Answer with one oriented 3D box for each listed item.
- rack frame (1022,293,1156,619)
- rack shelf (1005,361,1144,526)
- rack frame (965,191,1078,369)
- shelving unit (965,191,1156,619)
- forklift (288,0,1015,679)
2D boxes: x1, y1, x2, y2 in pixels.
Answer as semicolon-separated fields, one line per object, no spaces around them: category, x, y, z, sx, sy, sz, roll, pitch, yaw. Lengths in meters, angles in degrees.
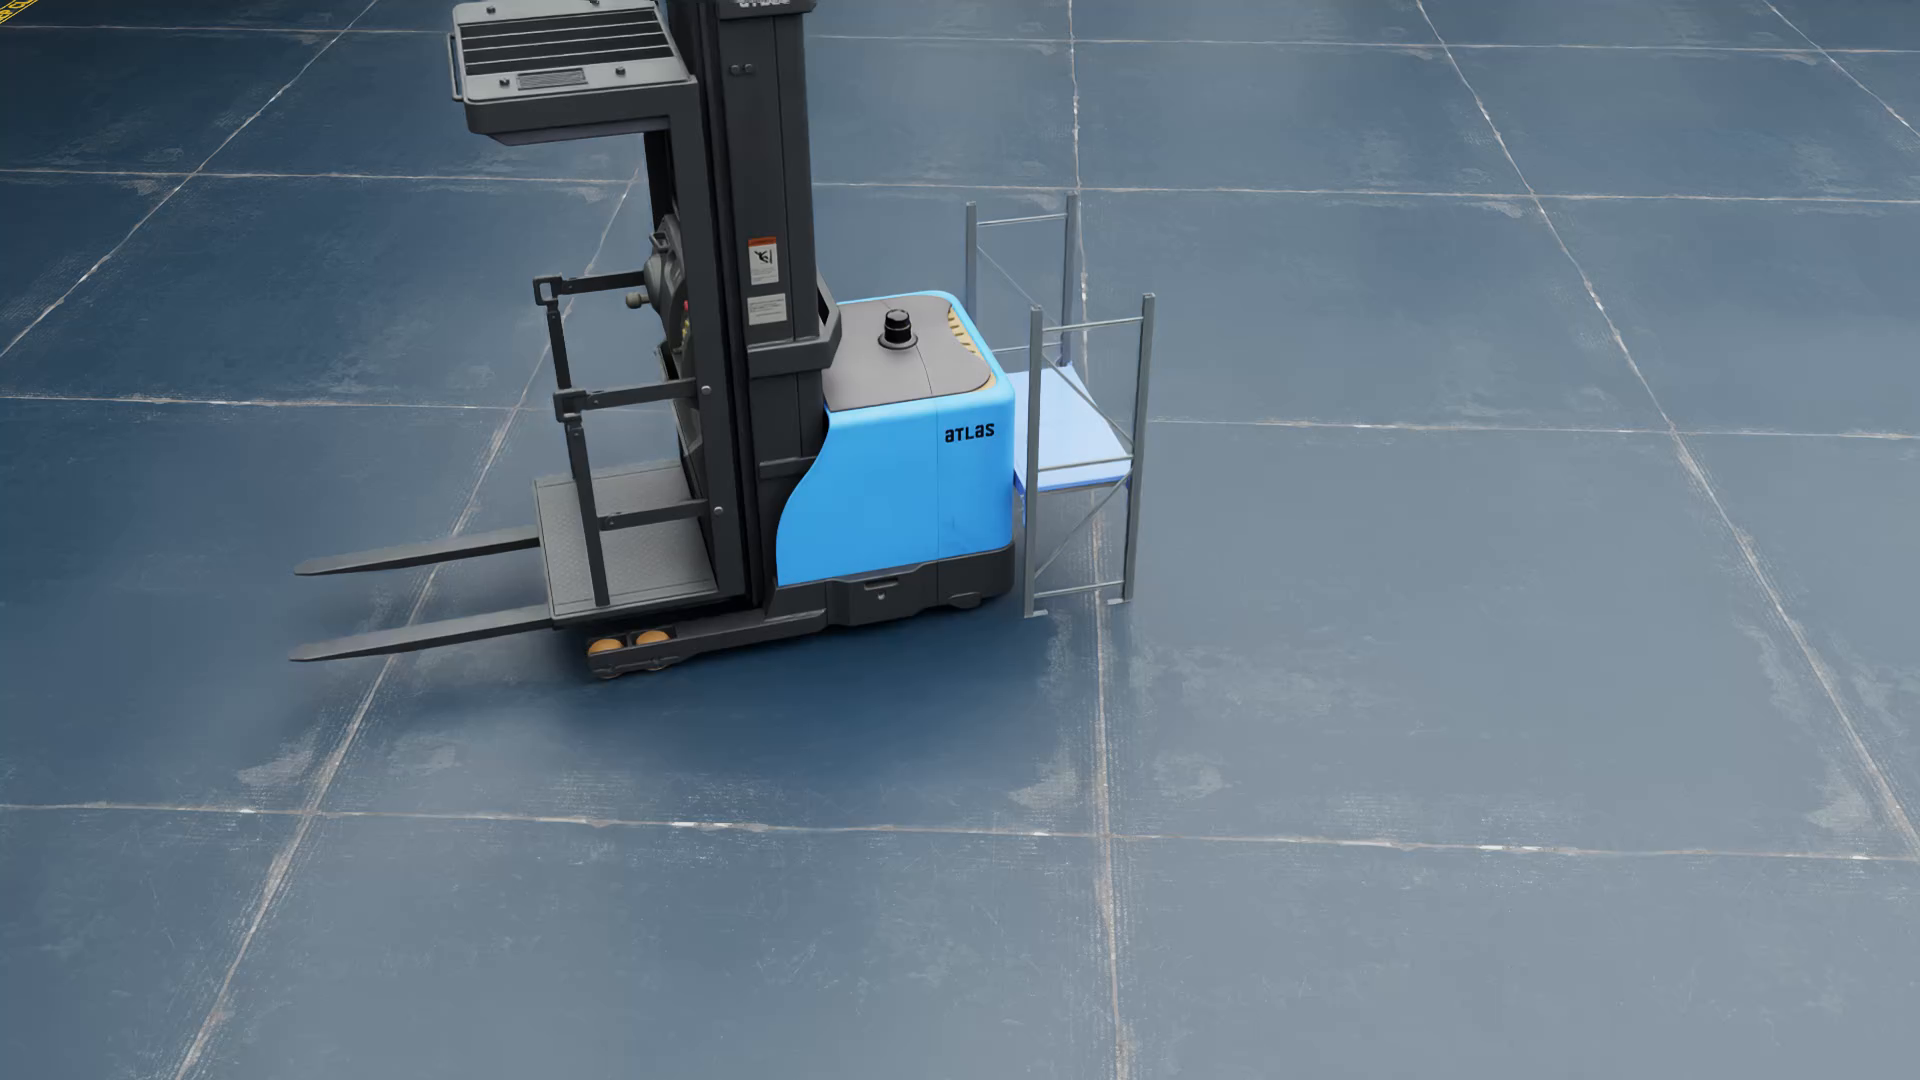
rack frame;0.518;-0.313;6.891;0.500;1.500;0.032;-8;36;-12
rack shelf;0.394;-0.449;7.398;0.538;0.185;1.000;-8;36;-12
rack frame;0.271;-0.880;7.698;0.500;1.500;0.032;-8;36;-12
shelving unit;0.395;-0.597;7.294;0.538;1.500;1.048;-8;36;-12
forklift;-1.335;-0.961;6.568;3.031;2.935;1.130;-9;36;-13
